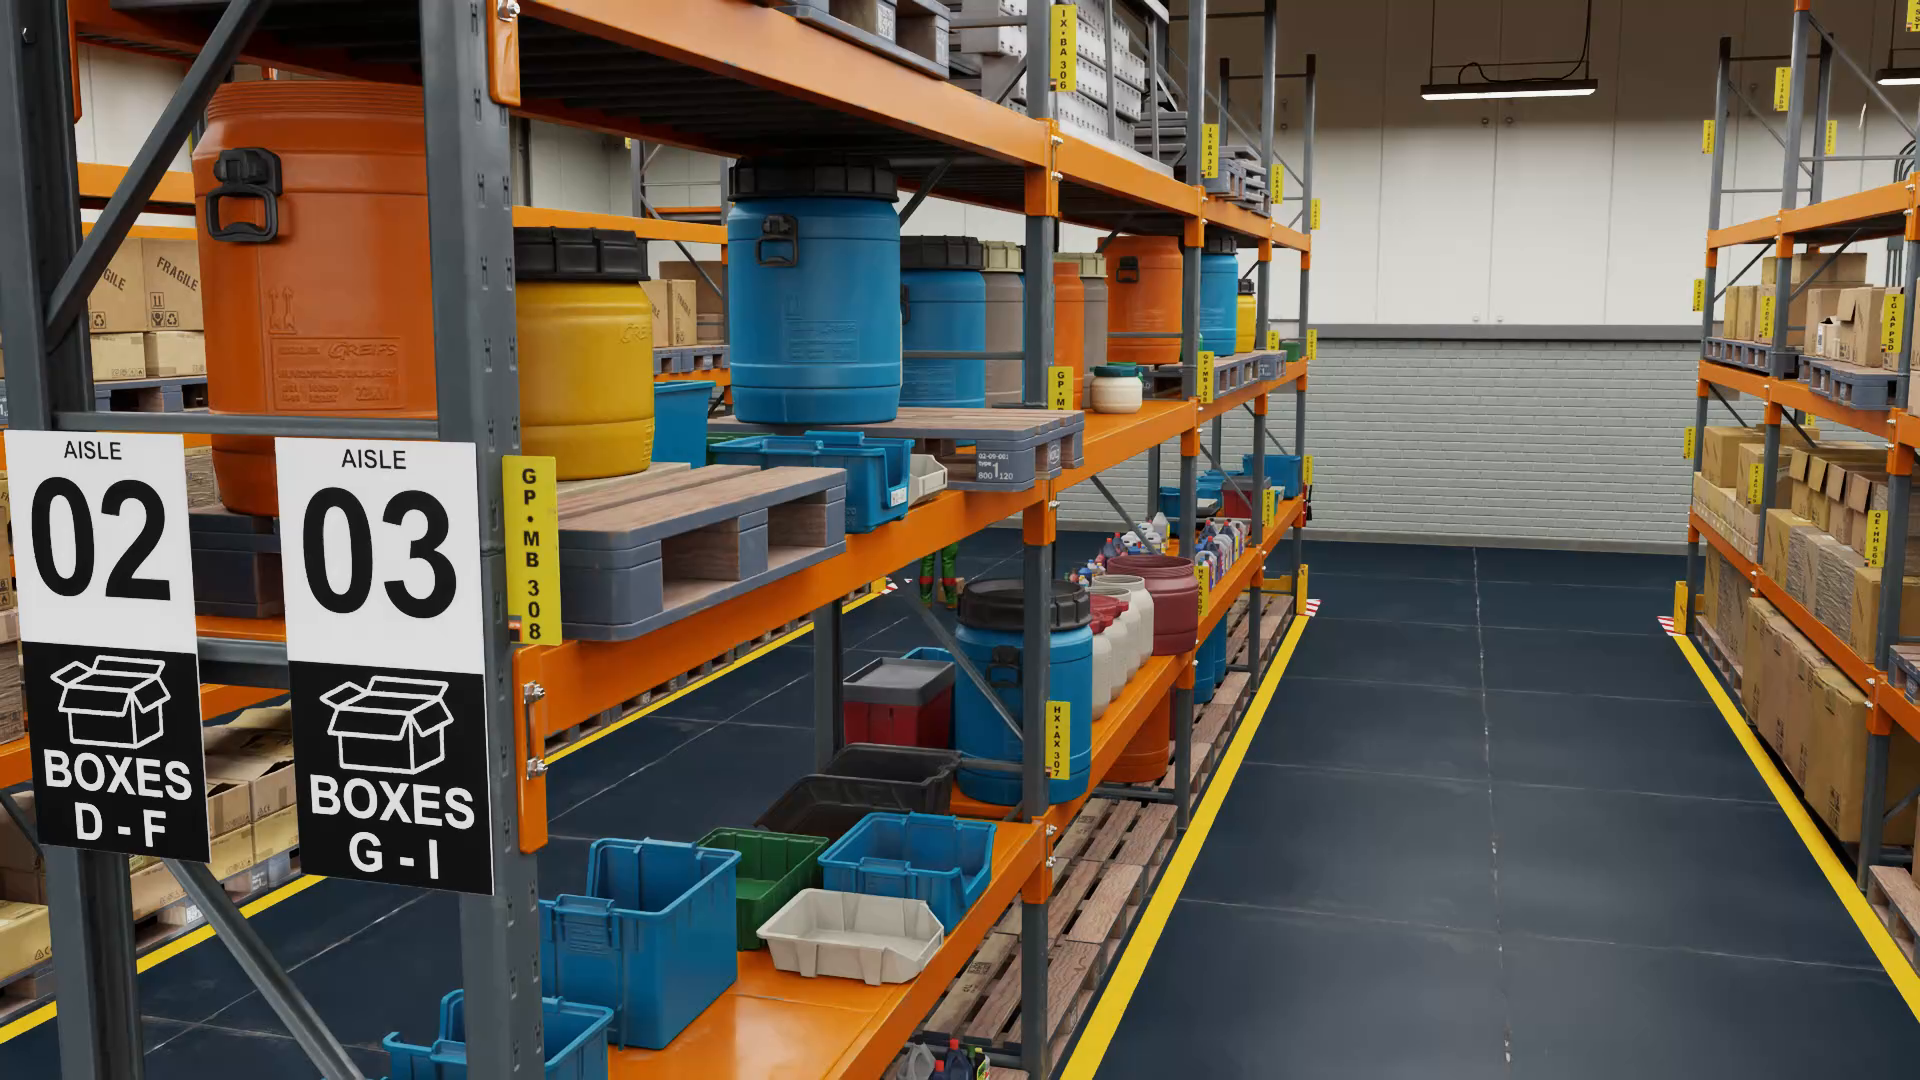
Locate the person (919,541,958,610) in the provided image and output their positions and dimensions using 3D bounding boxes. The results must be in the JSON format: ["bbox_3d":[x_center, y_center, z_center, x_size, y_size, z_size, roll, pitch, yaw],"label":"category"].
[{"bbox_3d":[-0.245,-0.132,18.583,0.522,1.793,0.374,3,9,17],"label":"person"}]
